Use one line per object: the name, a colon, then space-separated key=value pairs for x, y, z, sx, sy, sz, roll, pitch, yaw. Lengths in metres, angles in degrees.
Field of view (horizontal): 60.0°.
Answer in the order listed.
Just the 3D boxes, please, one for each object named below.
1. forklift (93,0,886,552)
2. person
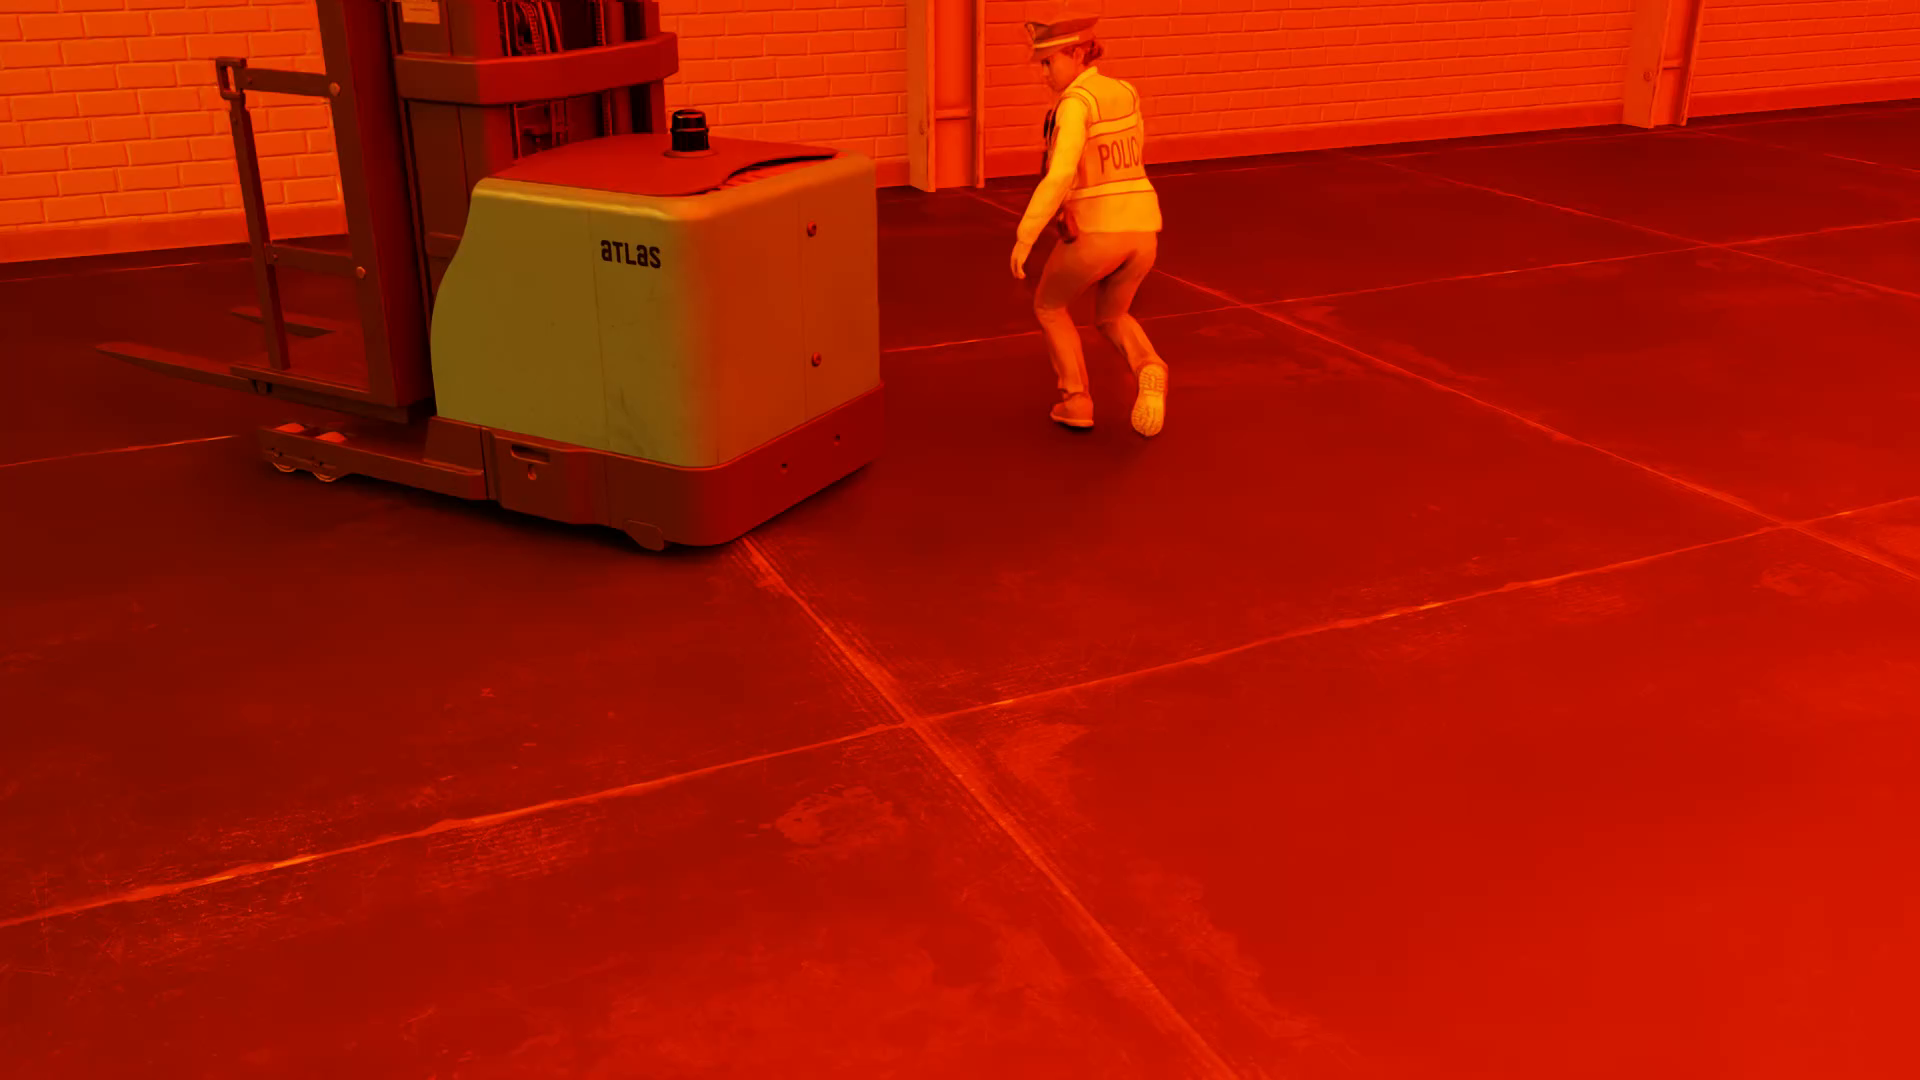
forklift: x=-1.793 y=-1.710 z=5.402 sx=3.031 sy=2.935 sz=1.130 roll=12 pitch=25 yaw=26
person: x=0.507 y=-1.094 z=5.872 sx=0.757 sy=1.465 sz=0.609 roll=-16 pitch=27 yaw=-33
